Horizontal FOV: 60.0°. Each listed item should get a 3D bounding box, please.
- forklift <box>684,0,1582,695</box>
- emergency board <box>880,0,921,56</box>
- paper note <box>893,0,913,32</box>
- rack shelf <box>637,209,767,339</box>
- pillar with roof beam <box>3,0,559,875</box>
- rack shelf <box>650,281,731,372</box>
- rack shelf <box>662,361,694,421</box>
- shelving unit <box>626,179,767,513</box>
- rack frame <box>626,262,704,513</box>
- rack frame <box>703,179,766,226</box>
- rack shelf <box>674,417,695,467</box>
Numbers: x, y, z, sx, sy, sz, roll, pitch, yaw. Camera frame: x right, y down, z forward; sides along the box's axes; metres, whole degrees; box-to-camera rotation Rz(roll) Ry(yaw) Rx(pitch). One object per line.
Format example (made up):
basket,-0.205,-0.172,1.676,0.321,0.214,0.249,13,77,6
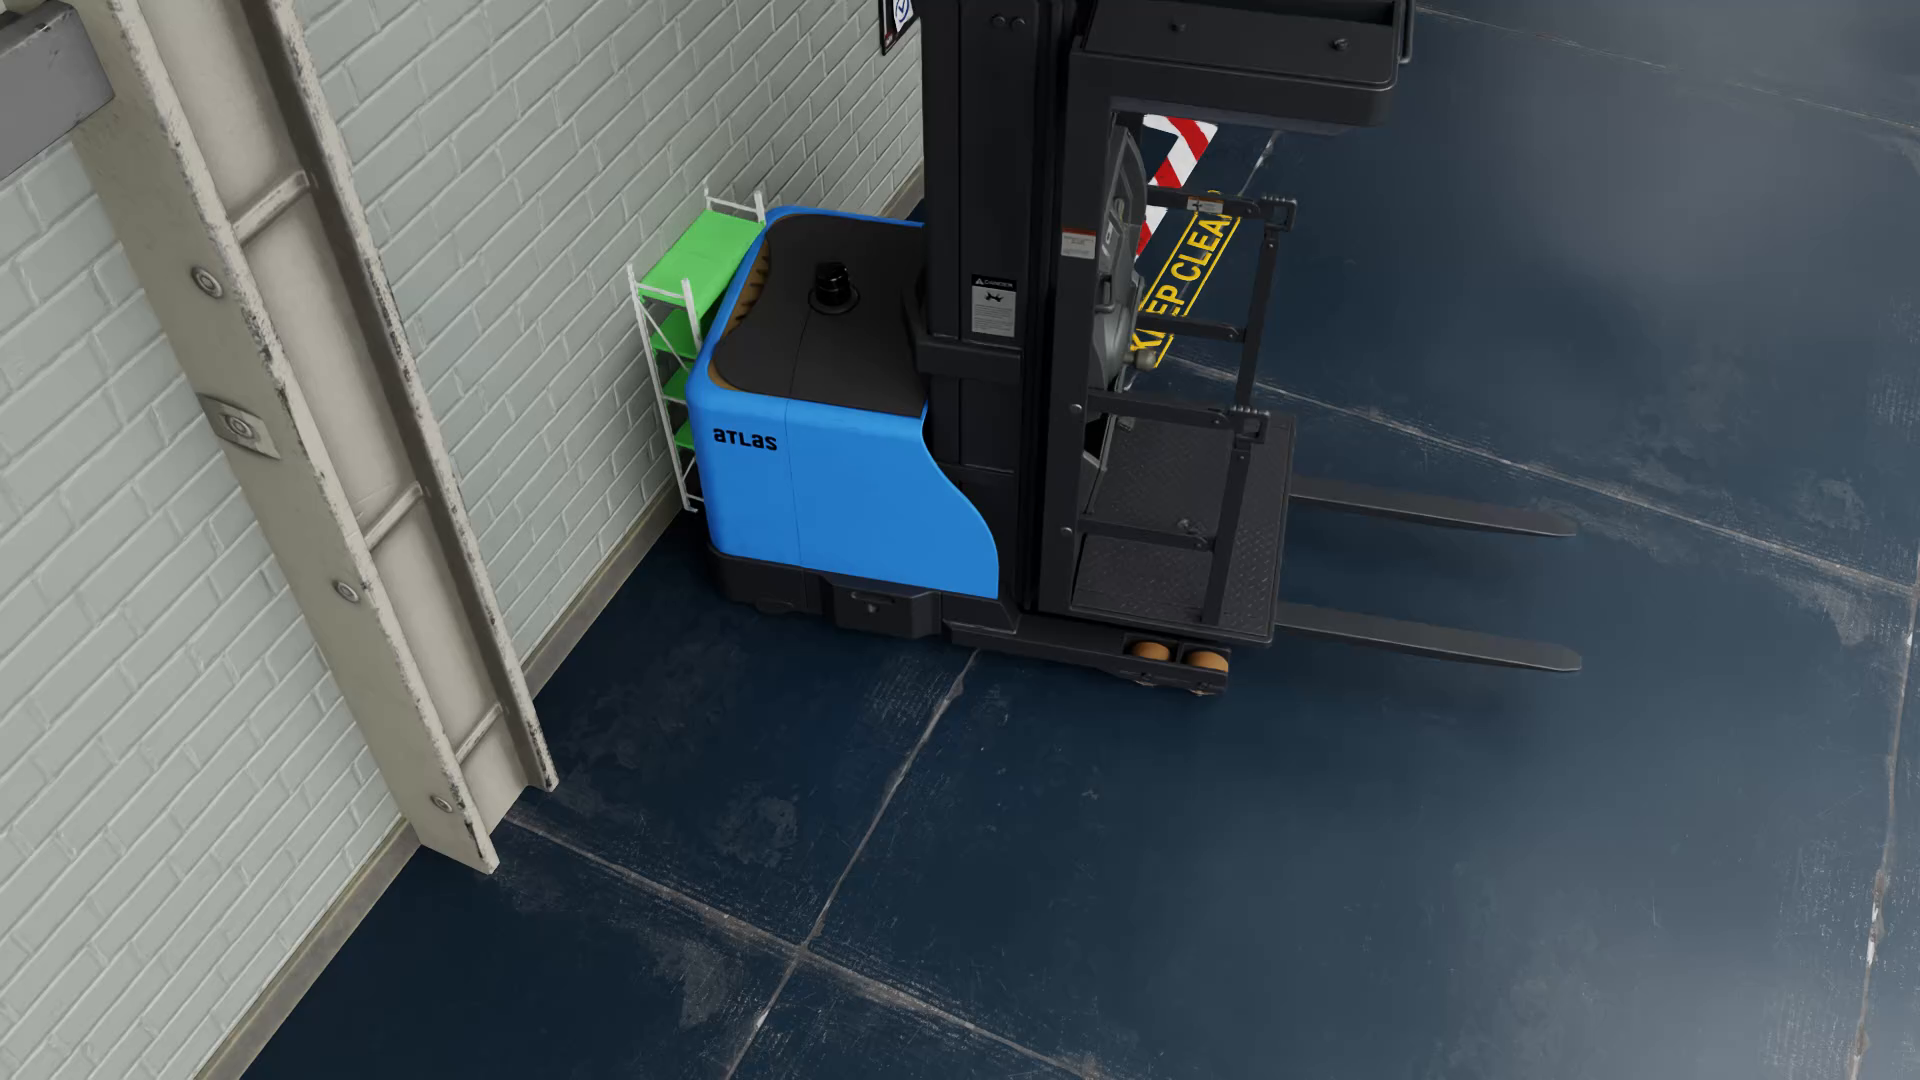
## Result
forklift,0.676,-0.856,5.054,3.031,2.935,1.130,9,50,8
emergency board,-0.088,-2.525,6.429,0.194,1.169,0.643,20,52,16
paper note,-0.227,-2.140,6.680,0.016,0.148,0.142,20,52,16
rack shelf,-0.882,-0.924,5.694,0.258,0.148,0.480,17,52,17
pillar with roof beam,2.331,-0.626,0.874,9.100,9.000,0.400,20,52,16
rack shelf,-0.872,-0.767,5.875,0.258,0.148,0.480,17,52,17
rack shelf,-0.862,-0.610,6.056,0.258,0.148,0.480,17,52,17
shelving unit,-0.865,-0.652,6.008,0.258,1.200,0.503,17,52,17
rack frame,-0.965,-0.481,5.865,0.240,1.200,0.015,17,52,17
rack frame,-0.765,-0.823,6.151,0.240,1.200,0.015,17,52,17
rack shelf,-0.852,-0.453,6.237,0.258,0.148,0.480,17,52,17
